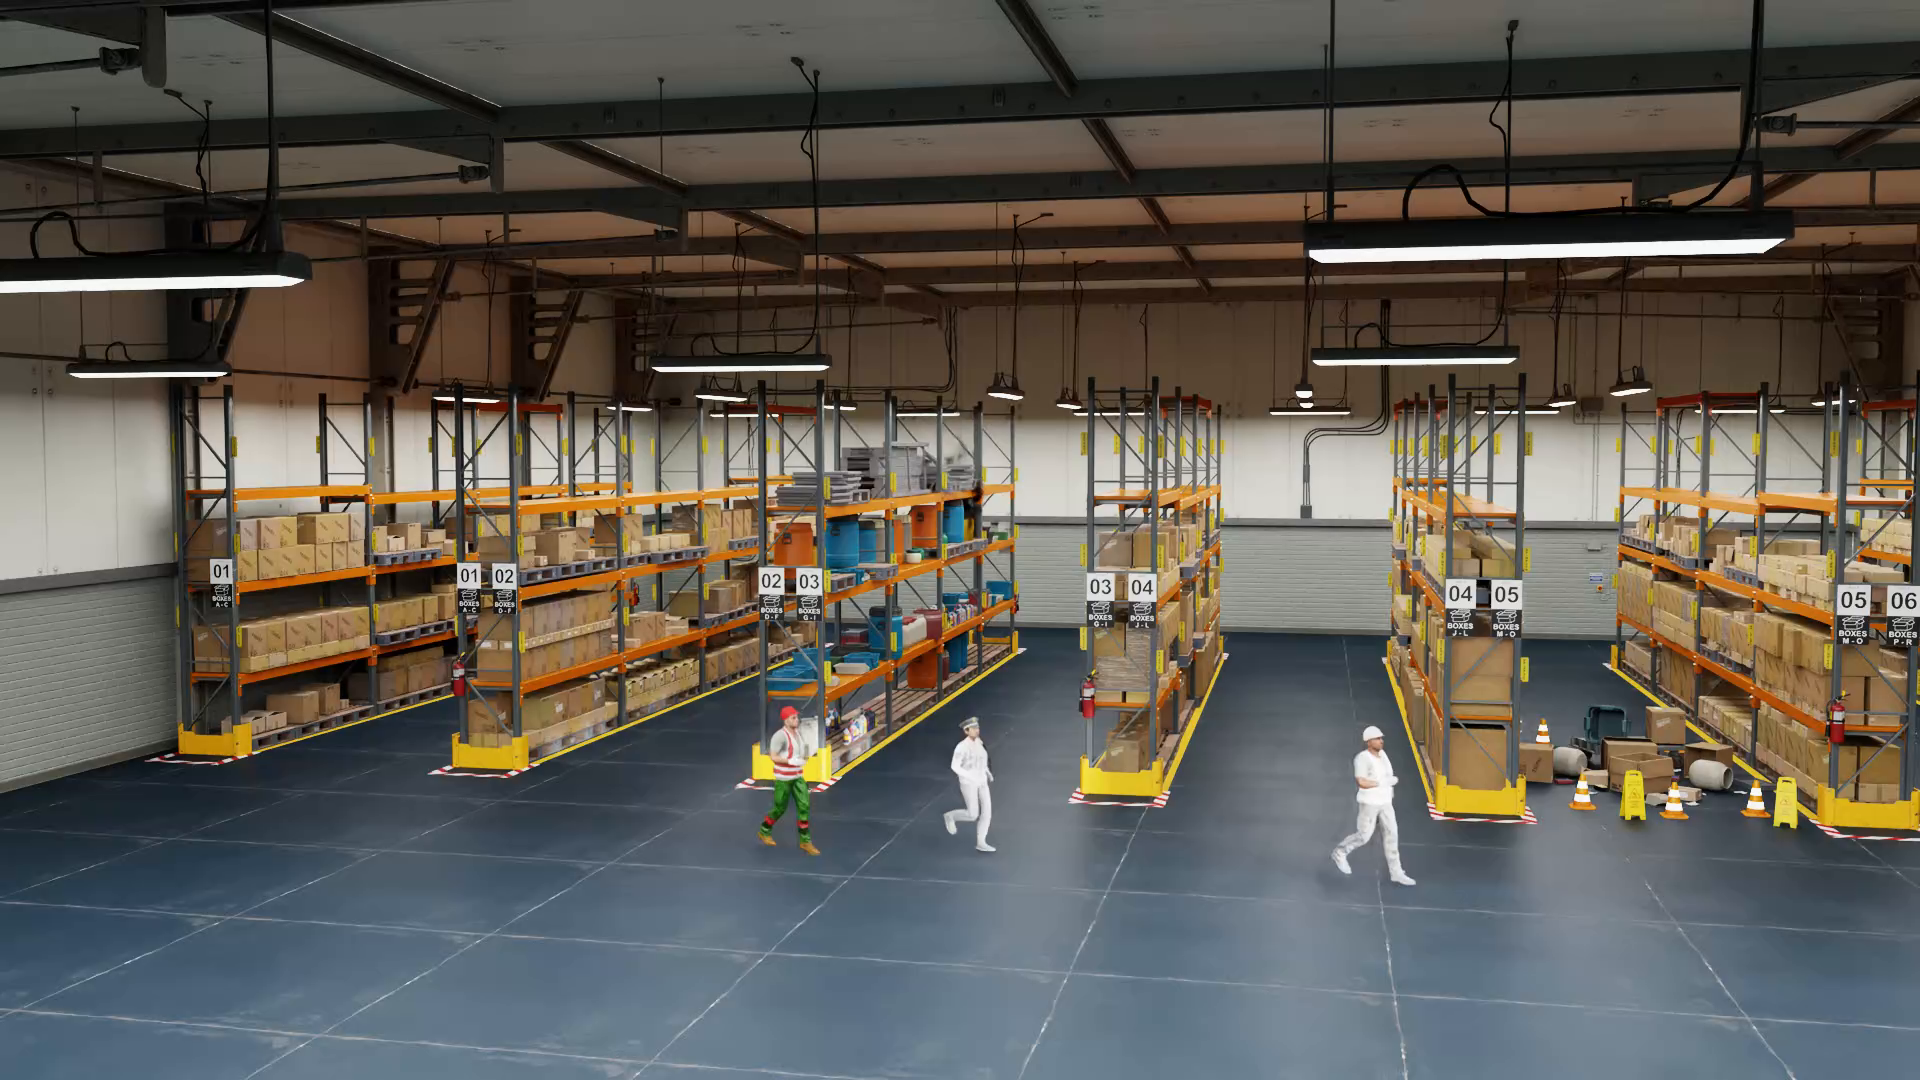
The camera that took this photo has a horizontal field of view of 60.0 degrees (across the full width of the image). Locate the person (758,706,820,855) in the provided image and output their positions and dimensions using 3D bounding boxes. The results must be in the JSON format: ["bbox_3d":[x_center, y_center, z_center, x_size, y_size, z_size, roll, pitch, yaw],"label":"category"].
[{"bbox_3d":[-2.138,2.951,20.509,0.892,1.812,0.640,2,4,35],"label":"person"}]

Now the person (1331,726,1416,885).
[{"bbox_3d":[4.746,3.013,19.050,0.693,1.760,1.002,-3,4,-42],"label":"person"}]

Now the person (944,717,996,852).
[{"bbox_3d":[0.162,3.020,20.716,0.773,1.657,0.633,3,4,43],"label":"person"}]
